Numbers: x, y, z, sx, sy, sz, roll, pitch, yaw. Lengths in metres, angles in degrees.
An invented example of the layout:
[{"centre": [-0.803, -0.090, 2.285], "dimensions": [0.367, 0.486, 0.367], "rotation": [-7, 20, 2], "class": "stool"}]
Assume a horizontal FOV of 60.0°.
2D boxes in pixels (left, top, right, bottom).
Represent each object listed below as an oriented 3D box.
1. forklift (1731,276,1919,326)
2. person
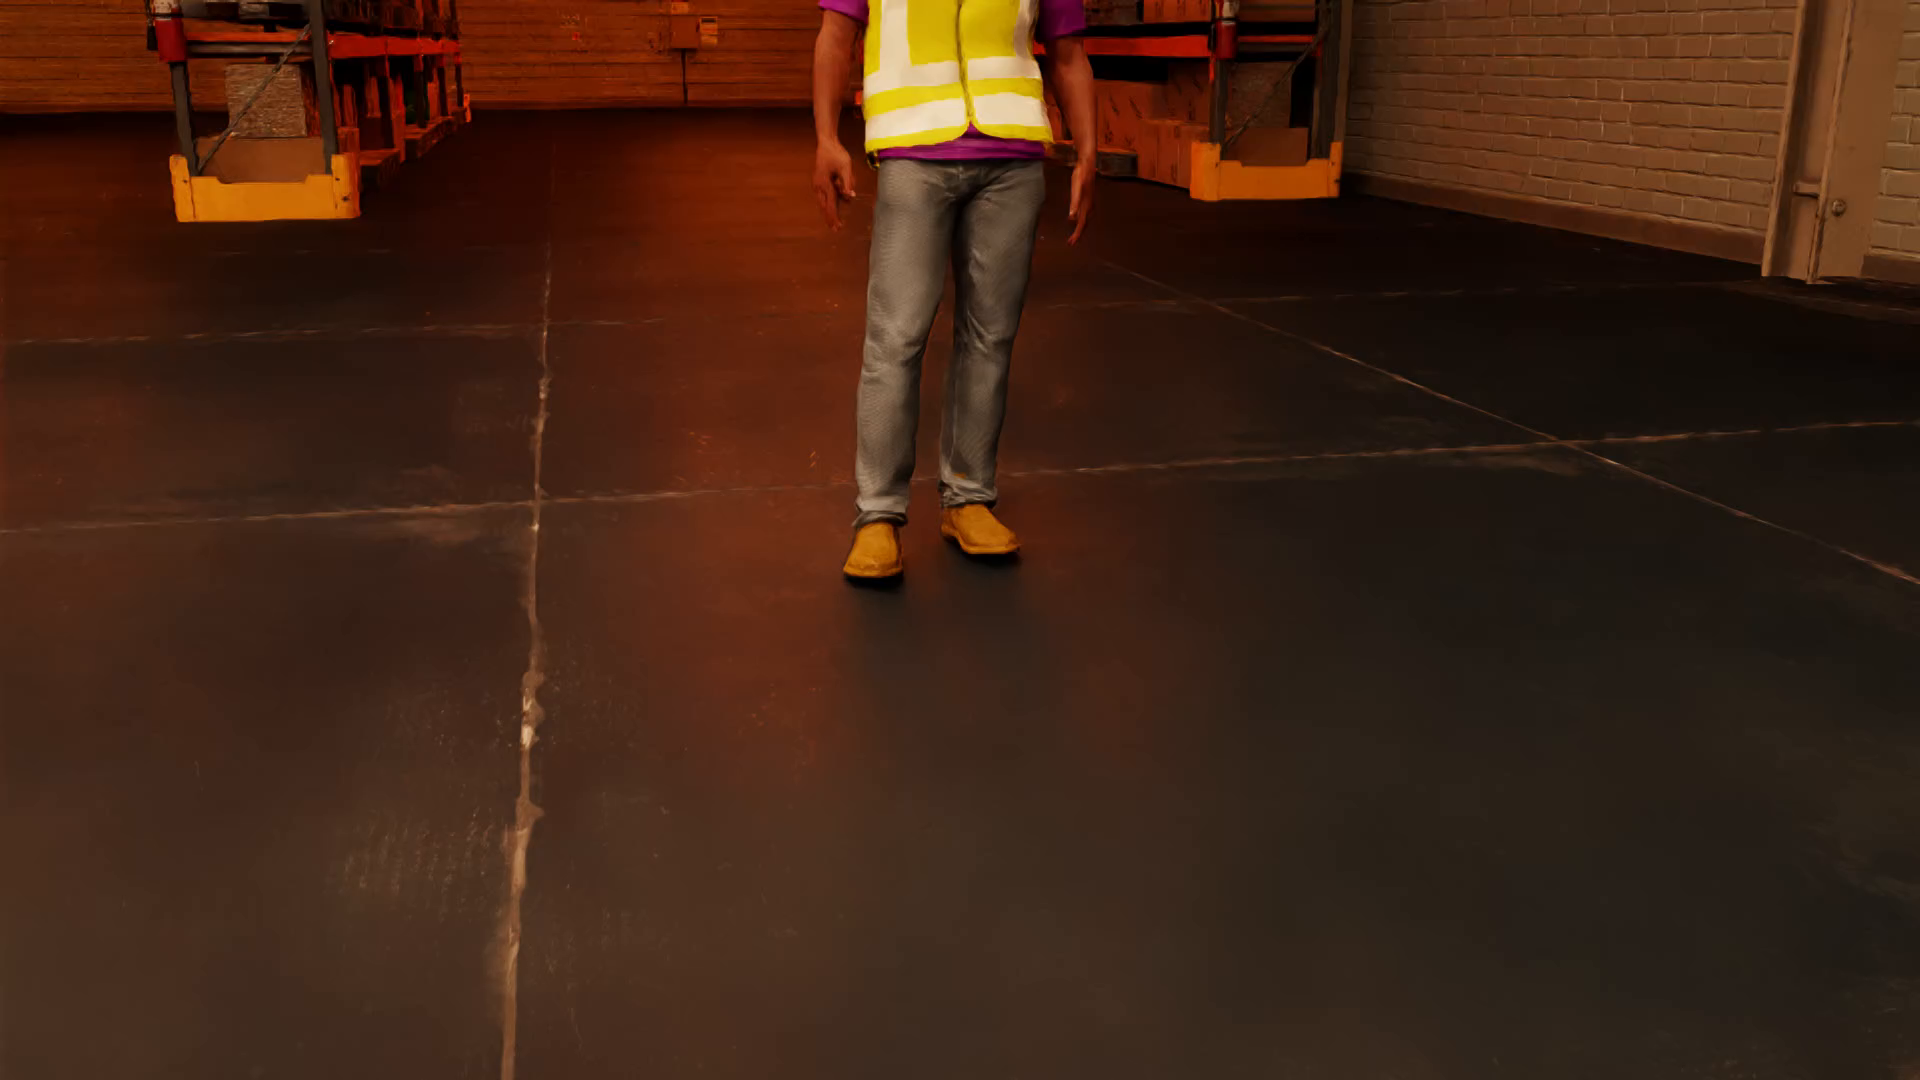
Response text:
[{"centre": [4.150, -1.874, 5.179], "dimensions": [1.130, 2.935, 3.031], "rotation": [-10, 19, -31], "class": "forklift"}, {"centre": [-0.007, -0.884, 3.761], "dimensions": [0.665, 1.707, 0.419], "rotation": [-4, 17, -12], "class": "person"}]
